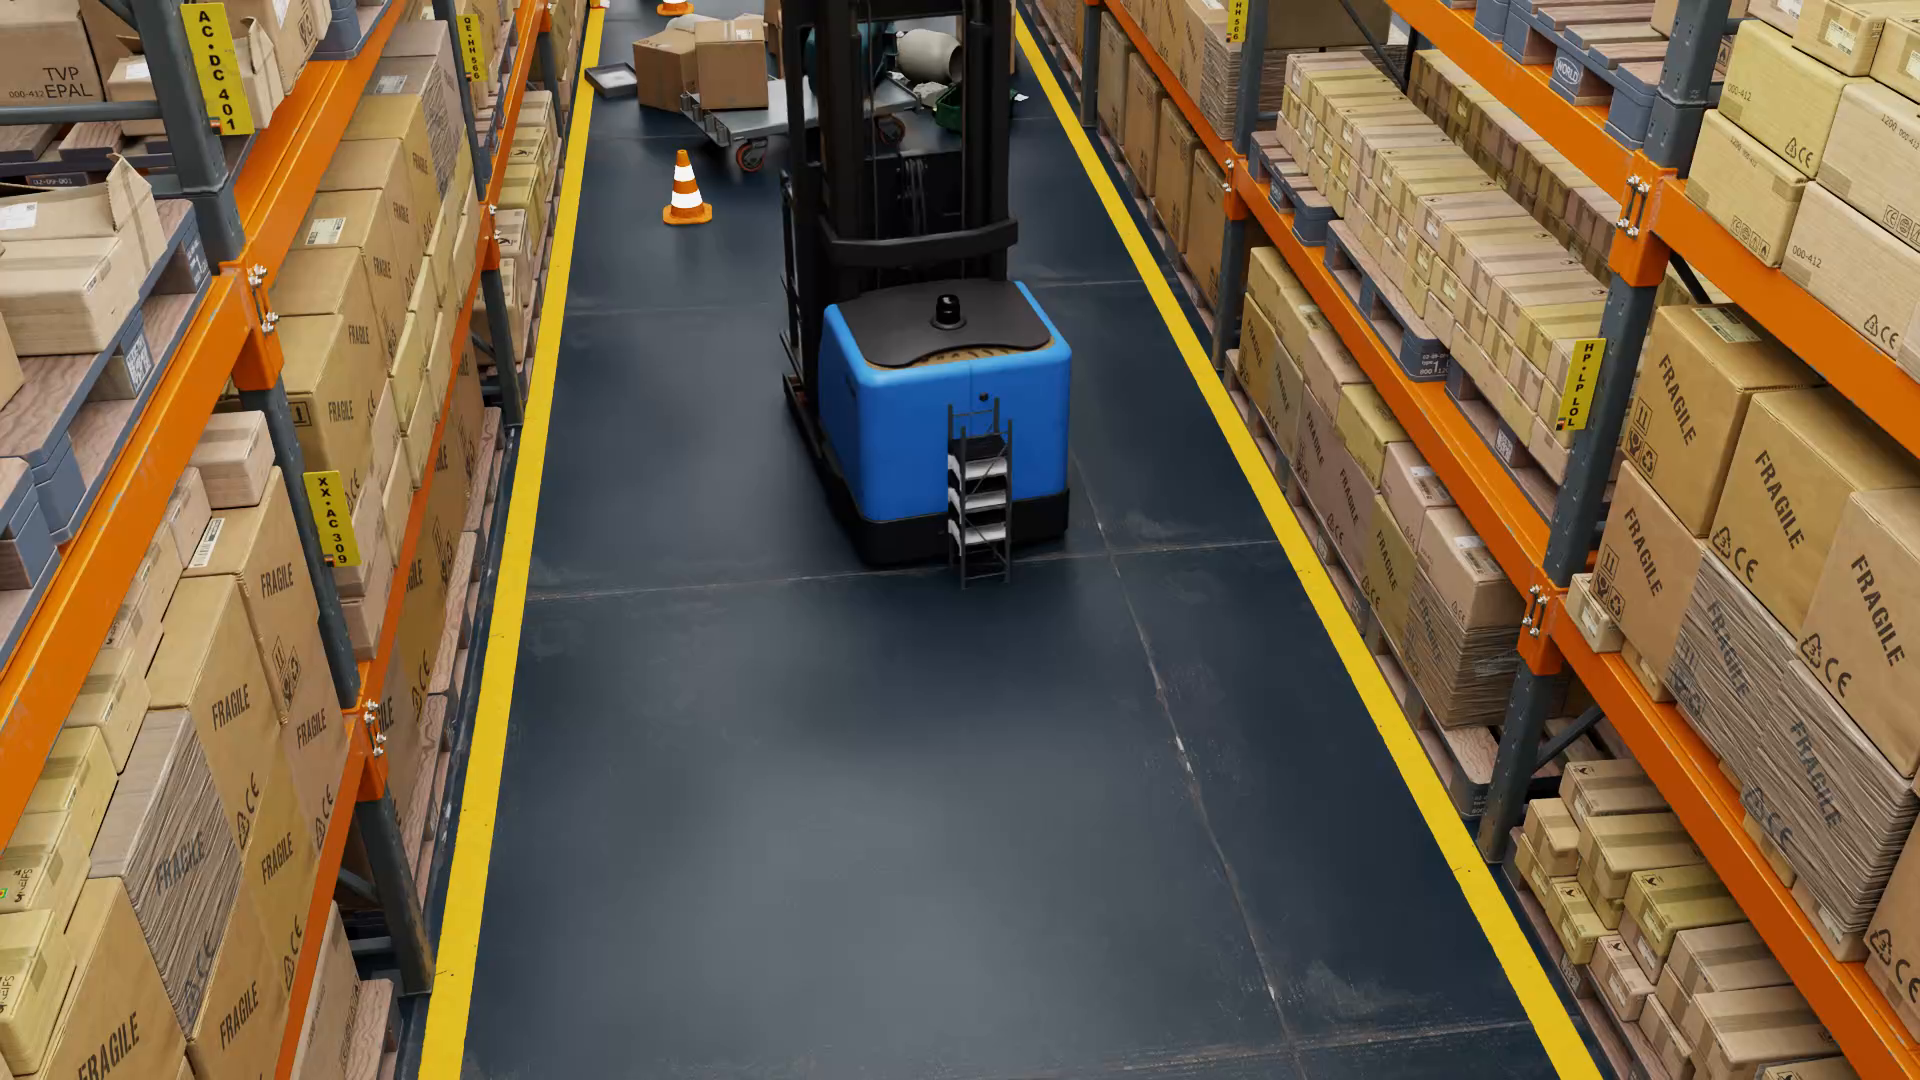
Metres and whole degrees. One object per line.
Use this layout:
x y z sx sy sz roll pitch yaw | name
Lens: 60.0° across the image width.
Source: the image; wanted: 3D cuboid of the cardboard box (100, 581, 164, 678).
-2.012 0.235 3.689 0.380 0.149 0.250 -5 35 -7 | cardboard box

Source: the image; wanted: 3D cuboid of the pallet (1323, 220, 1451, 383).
2.288 -1.108 7.382 1.003 0.211 1.213 -4 35 -6 | pallet

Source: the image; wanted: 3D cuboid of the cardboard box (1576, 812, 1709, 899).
2.338 1.068 5.649 0.380 0.149 0.250 -3 34 -4 | cardboard box

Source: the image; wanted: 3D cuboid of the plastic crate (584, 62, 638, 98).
-2.847 -3.821 13.786 0.402 0.080 0.583 -16 38 -23 | plastic crate

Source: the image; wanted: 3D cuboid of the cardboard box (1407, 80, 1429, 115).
2.498 -2.240 8.459 0.380 0.149 0.250 -4 34 -5 | cardboard box

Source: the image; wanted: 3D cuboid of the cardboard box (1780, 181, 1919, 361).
2.396 -0.677 4.049 0.500 0.250 0.500 -5 35 -7 | cardboard box

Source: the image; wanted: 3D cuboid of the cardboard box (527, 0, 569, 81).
-3.260 -3.786 12.545 0.500 0.500 0.500 -3 34 -4 | cardboard box

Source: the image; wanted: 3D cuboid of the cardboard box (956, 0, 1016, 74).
0.217 -4.277 14.080 0.500 0.500 0.500 1 34 2 | cardboard box

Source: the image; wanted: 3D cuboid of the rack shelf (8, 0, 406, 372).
-2.642 -1.683 6.032 1.077 0.370 4.000 -4 35 -6 | rack shelf

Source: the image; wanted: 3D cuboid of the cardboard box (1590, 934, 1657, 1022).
2.370 1.459 5.604 0.380 0.149 0.250 -5 35 -7 | cardboard box

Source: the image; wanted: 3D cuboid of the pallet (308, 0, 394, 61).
-2.618 -2.040 6.083 1.003 0.211 1.213 -3 34 -4 | pallet

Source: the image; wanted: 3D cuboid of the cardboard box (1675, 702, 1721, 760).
2.429 0.514 5.056 0.380 0.149 0.250 -6 35 -8 | cardboard box

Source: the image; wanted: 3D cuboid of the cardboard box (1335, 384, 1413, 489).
2.027 -0.485 7.479 0.500 0.250 0.500 -6 35 -8 | cardboard box

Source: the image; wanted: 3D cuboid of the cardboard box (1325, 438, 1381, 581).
2.036 -0.164 7.674 0.500 0.500 0.500 -5 35 -7 | cardboard box

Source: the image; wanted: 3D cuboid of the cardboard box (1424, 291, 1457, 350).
2.126 -0.912 6.774 0.380 0.149 0.250 -6 35 -8 | cardboard box

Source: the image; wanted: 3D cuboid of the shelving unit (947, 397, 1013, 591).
0.091 -0.206 7.753 0.258 0.900 0.210 -9 35 -13 | shelving unit

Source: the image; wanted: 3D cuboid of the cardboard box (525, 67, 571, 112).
-3.260 -3.476 12.756 0.500 0.250 0.500 -6 35 -9 | cardboard box

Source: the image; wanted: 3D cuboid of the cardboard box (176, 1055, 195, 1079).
-1.845 1.432 3.396 0.500 0.500 0.500 -3 34 -5 | cardboard box

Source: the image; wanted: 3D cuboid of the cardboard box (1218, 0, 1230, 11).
1.861 -3.276 9.418 0.700 0.500 0.500 -5 35 -7 | cardboard box

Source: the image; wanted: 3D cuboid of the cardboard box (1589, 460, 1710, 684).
2.336 0.075 5.124 0.500 0.500 0.500 -5 35 -7 | cardboard box

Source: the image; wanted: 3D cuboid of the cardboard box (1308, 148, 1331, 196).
1.914 -1.793 8.068 0.380 0.149 0.250 -3 34 -4 | cardboard box

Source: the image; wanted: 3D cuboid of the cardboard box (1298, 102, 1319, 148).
1.885 -2.045 8.173 0.380 0.149 0.250 -3 34 -4 | cardboard box

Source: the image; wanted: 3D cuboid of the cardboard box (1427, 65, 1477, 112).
2.532 -2.225 8.173 0.380 0.149 0.250 -5 35 -7 | cardboard box

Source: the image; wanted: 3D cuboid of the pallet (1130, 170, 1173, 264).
1.789 -2.261 11.381 1.003 0.211 1.213 -4 35 -6 | pallet

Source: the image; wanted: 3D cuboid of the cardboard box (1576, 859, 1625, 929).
2.373 1.186 5.740 0.380 0.149 0.250 -4 34 -6 | cardboard box

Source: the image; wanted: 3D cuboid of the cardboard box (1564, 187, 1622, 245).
2.747 -1.348 6.886 0.380 0.149 0.250 -3 34 -5 | cardboard box

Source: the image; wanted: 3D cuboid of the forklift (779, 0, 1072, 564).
-0.364 -1.923 8.469 1.130 2.935 3.031 -9 35 -13 | forklift

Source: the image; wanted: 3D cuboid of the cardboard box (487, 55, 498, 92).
-2.783 -2.594 9.243 0.380 0.149 0.250 -4 34 -6 | cardboard box

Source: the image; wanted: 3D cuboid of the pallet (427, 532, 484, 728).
-2.719 0.420 7.446 1.003 0.211 1.213 -4 35 -6 | pallet

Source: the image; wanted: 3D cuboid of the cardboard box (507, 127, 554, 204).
-3.276 -2.484 11.191 0.950 0.372 0.625 -2 34 -3 | cardboard box

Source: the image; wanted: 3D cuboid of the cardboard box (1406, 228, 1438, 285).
2.089 -1.191 6.921 0.380 0.149 0.250 -4 35 -6 | cardboard box

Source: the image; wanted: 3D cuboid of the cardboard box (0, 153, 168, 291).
-1.970 -0.692 3.596 0.396 0.266 0.258 -3 34 -5 | cardboard box

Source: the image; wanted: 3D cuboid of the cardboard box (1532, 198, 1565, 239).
2.709 -1.376 7.192 0.380 0.149 0.250 -5 35 -7 | cardboard box

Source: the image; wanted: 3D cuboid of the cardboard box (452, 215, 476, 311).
-2.501 -1.249 7.552 0.500 0.250 0.500 -4 34 -6 | cardboard box

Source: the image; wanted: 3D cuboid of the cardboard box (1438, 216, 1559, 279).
2.136 -1.159 6.609 0.380 0.149 0.250 -5 35 -8 | cardboard box

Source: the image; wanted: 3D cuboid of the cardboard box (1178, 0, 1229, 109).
1.588 -2.839 9.664 0.500 0.500 0.500 -4 35 -6 | cardboard box

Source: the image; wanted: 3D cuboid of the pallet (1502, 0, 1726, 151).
2.541 -1.571 5.395 1.213 0.211 1.003 -4 35 -6 | pallet

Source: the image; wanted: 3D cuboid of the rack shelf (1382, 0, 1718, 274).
2.250 -2.115 6.665 1.077 0.370 4.000 -4 35 -6 | rack shelf

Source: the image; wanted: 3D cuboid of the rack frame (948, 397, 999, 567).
0.063 -0.261 7.834 0.240 0.900 0.006 -9 35 -13 | rack frame

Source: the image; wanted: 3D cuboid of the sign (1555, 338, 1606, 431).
1.969 -0.491 5.279 0.100 0.325 0.005 -4 35 -6 | sign

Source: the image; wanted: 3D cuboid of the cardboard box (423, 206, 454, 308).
-2.432 -1.181 7.008 0.500 0.250 0.500 -5 35 -8 | cardboard box

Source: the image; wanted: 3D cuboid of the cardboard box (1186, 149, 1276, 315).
1.988 -1.879 9.968 1.050 0.750 0.750 -5 35 -7 | cardboard box

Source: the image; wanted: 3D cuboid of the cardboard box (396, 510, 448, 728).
-2.665 0.236 6.754 0.875 0.875 0.875 -3 34 -5 | cardboard box

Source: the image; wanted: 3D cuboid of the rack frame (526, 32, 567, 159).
-3.449 -4.089 11.587 1.000 3.000 0.127 -4 35 -6 | rack frame

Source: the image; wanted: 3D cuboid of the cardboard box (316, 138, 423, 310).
-2.384 -1.197 6.366 0.500 0.500 0.500 -5 35 -7 | cardboard box

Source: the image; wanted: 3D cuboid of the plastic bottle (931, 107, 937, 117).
-0.090 -3.346 13.106 0.133 0.061 0.283 -24 41 -30 | plastic bottle

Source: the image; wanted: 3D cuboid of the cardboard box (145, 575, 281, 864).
-1.975 0.447 3.955 0.500 0.500 0.500 -5 35 -7 | cardboard box

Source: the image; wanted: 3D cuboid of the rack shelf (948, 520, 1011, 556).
0.091 -0.030 7.873 0.258 0.077 0.200 -9 35 -13 | rack shelf

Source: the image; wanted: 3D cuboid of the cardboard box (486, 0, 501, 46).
-2.897 -3.050 9.336 0.500 0.500 0.500 -4 34 -6 | cardboard box

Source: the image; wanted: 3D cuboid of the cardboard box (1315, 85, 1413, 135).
1.918 -2.045 7.908 0.380 0.149 0.250 -5 35 -7 | cardboard box

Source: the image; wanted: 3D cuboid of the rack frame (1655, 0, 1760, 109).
2.519 -2.535 3.980 1.000 3.000 0.127 -4 35 -6 | rack frame
